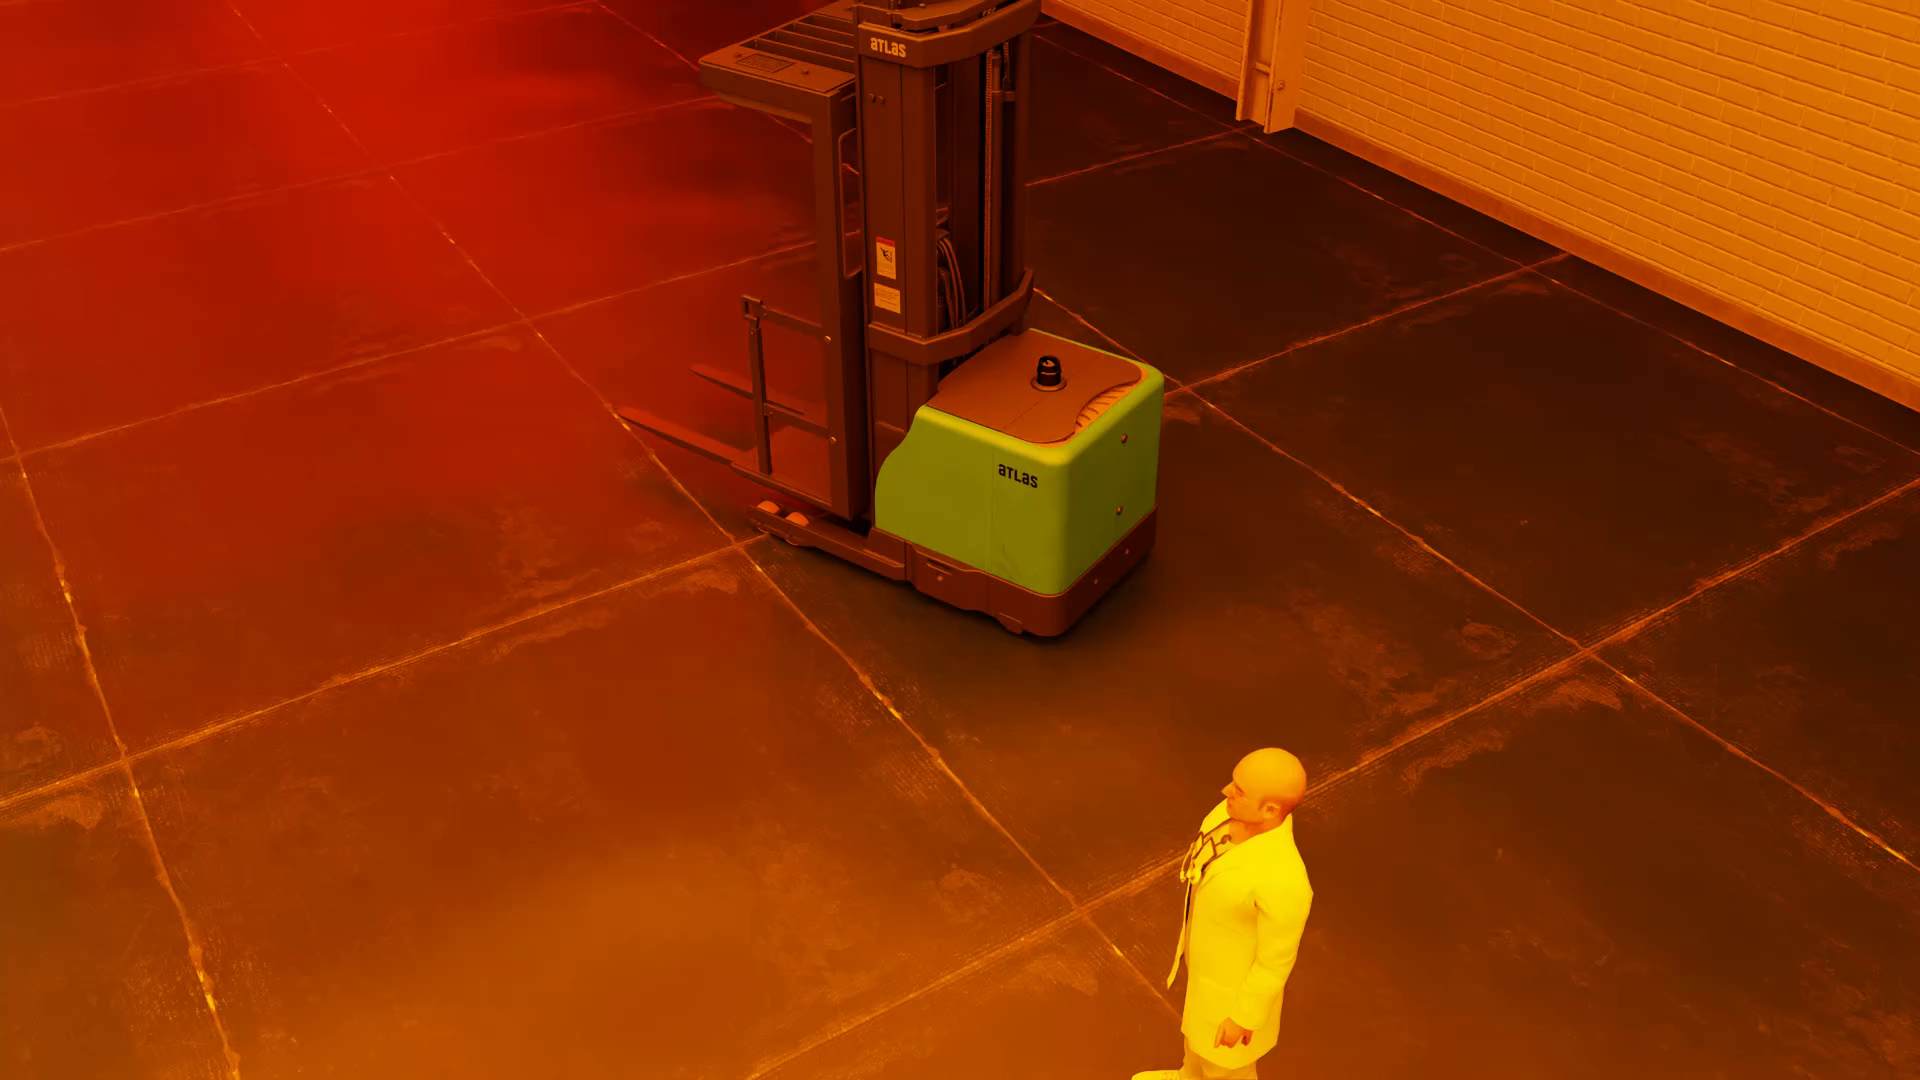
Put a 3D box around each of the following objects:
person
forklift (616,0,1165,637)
[{"bbox_3d":[0.817,1.338,5.245,0.391,1.781,0.551,-2,35,-3],"label":"person"},{"bbox_3d":[-0.500,-1.399,8.138,3.031,2.935,1.130,22,41,28],"label":"forklift"}]
